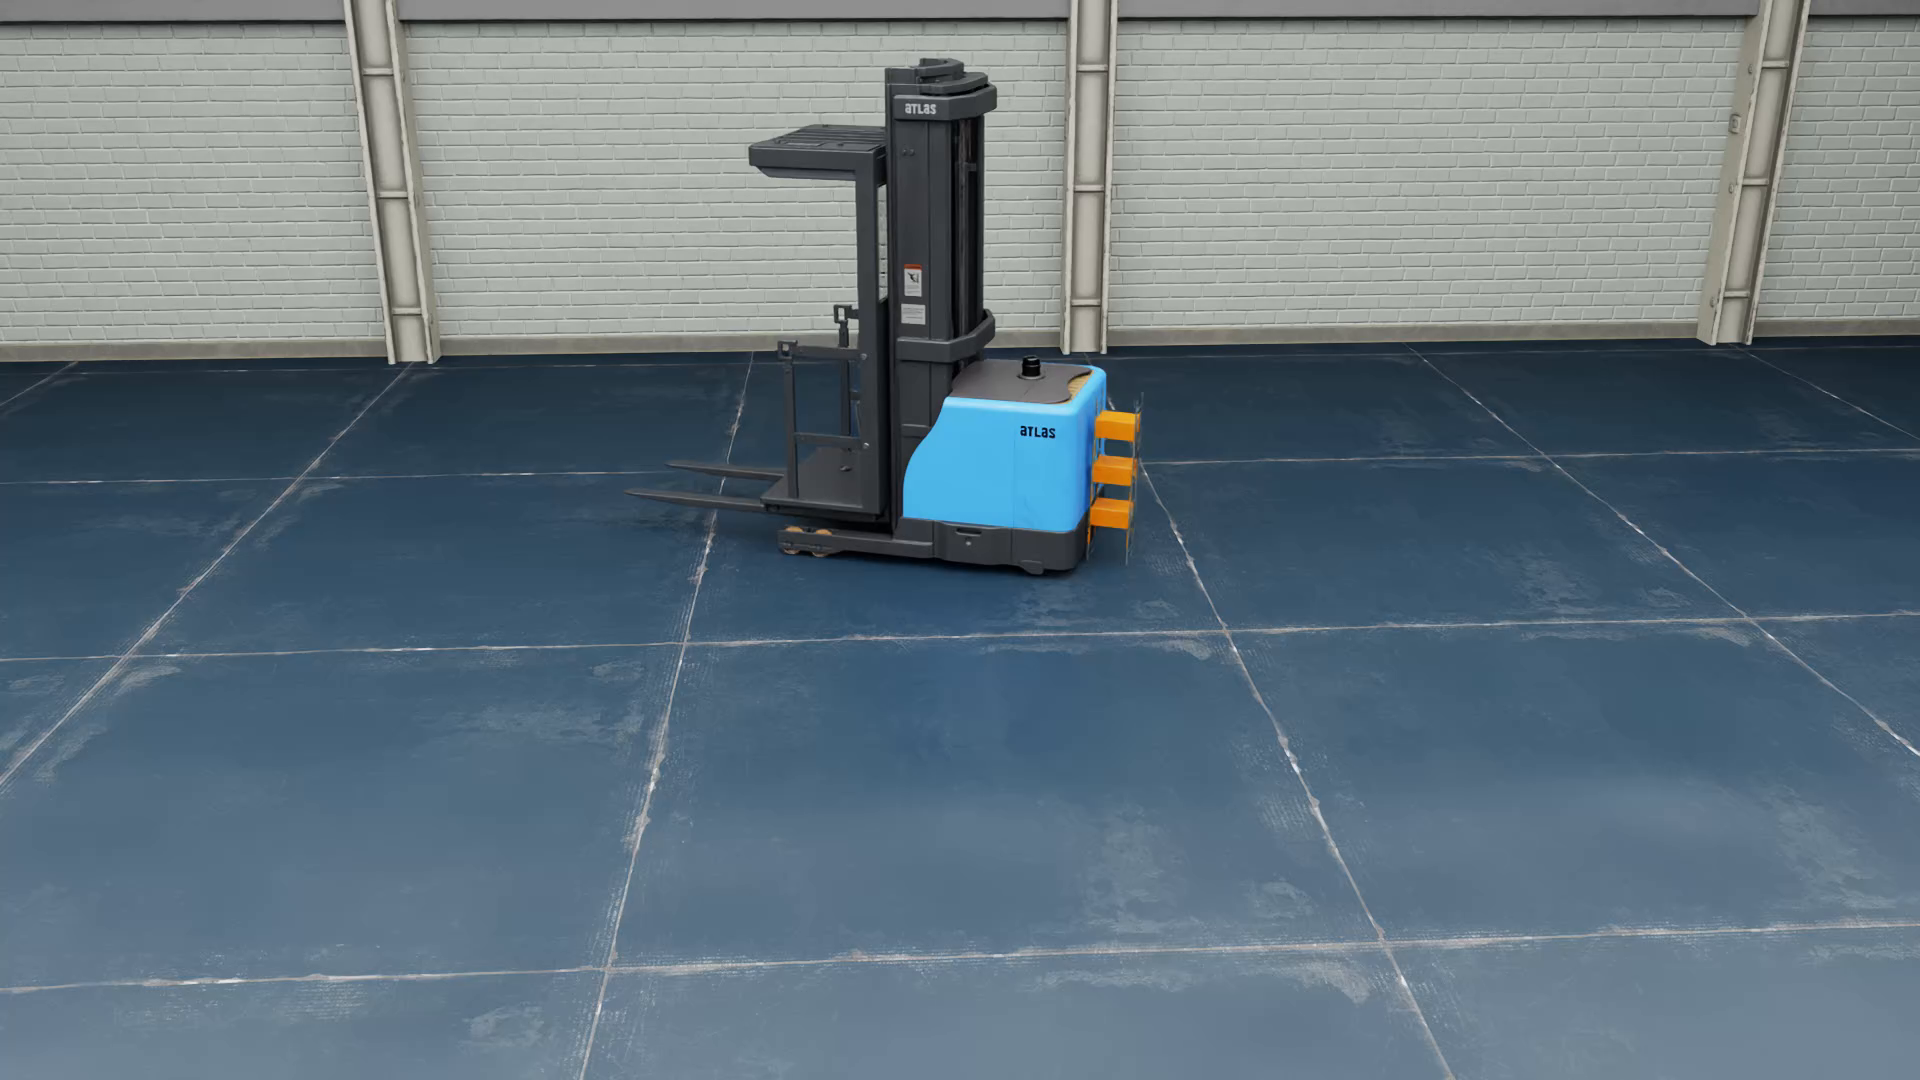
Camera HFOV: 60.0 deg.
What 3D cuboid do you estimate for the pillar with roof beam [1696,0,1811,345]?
[{"bbox_3d":[7.359,-4.535,9.885,0.400,9.000,9.100,-1,21,-3],"label":"pillar with roof beam"}]

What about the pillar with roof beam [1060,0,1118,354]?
[{"bbox_3d":[1.369,-4.413,9.565,0.400,9.000,9.100,-1,21,-3],"label":"pillar with roof beam"}]

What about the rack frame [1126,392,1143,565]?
[{"bbox_3d":[1.060,-0.368,10.111,0.008,1.050,0.200,7,22,14],"label":"rack frame"}]

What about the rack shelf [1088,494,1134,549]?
[{"bbox_3d":[0.935,-0.113,10.244,0.240,0.259,0.215,7,22,14],"label":"rack shelf"}]

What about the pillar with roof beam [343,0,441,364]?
[{"bbox_3d":[-4.622,-4.291,9.245,0.400,9.000,9.100,-1,21,-3],"label":"pillar with roof beam"}]

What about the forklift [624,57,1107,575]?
[{"bbox_3d":[-0.641,-1.439,10.281,3.031,2.935,1.130,6,22,15],"label":"forklift"}]

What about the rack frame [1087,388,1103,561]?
[{"bbox_3d":[0.825,-0.397,10.169,0.008,1.050,0.200,7,22,14],"label":"rack frame"}]

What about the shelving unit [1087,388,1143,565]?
[{"bbox_3d":[0.943,-0.382,10.140,0.252,1.050,0.215,7,22,14],"label":"shelving unit"}]

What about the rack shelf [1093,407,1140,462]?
[{"bbox_3d":[0.950,-0.637,10.041,0.240,0.259,0.215,7,22,14],"label":"rack shelf"}]

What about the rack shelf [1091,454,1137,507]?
[{"bbox_3d":[0.942,-0.372,10.144,0.240,0.259,0.215,7,22,14],"label":"rack shelf"}]
